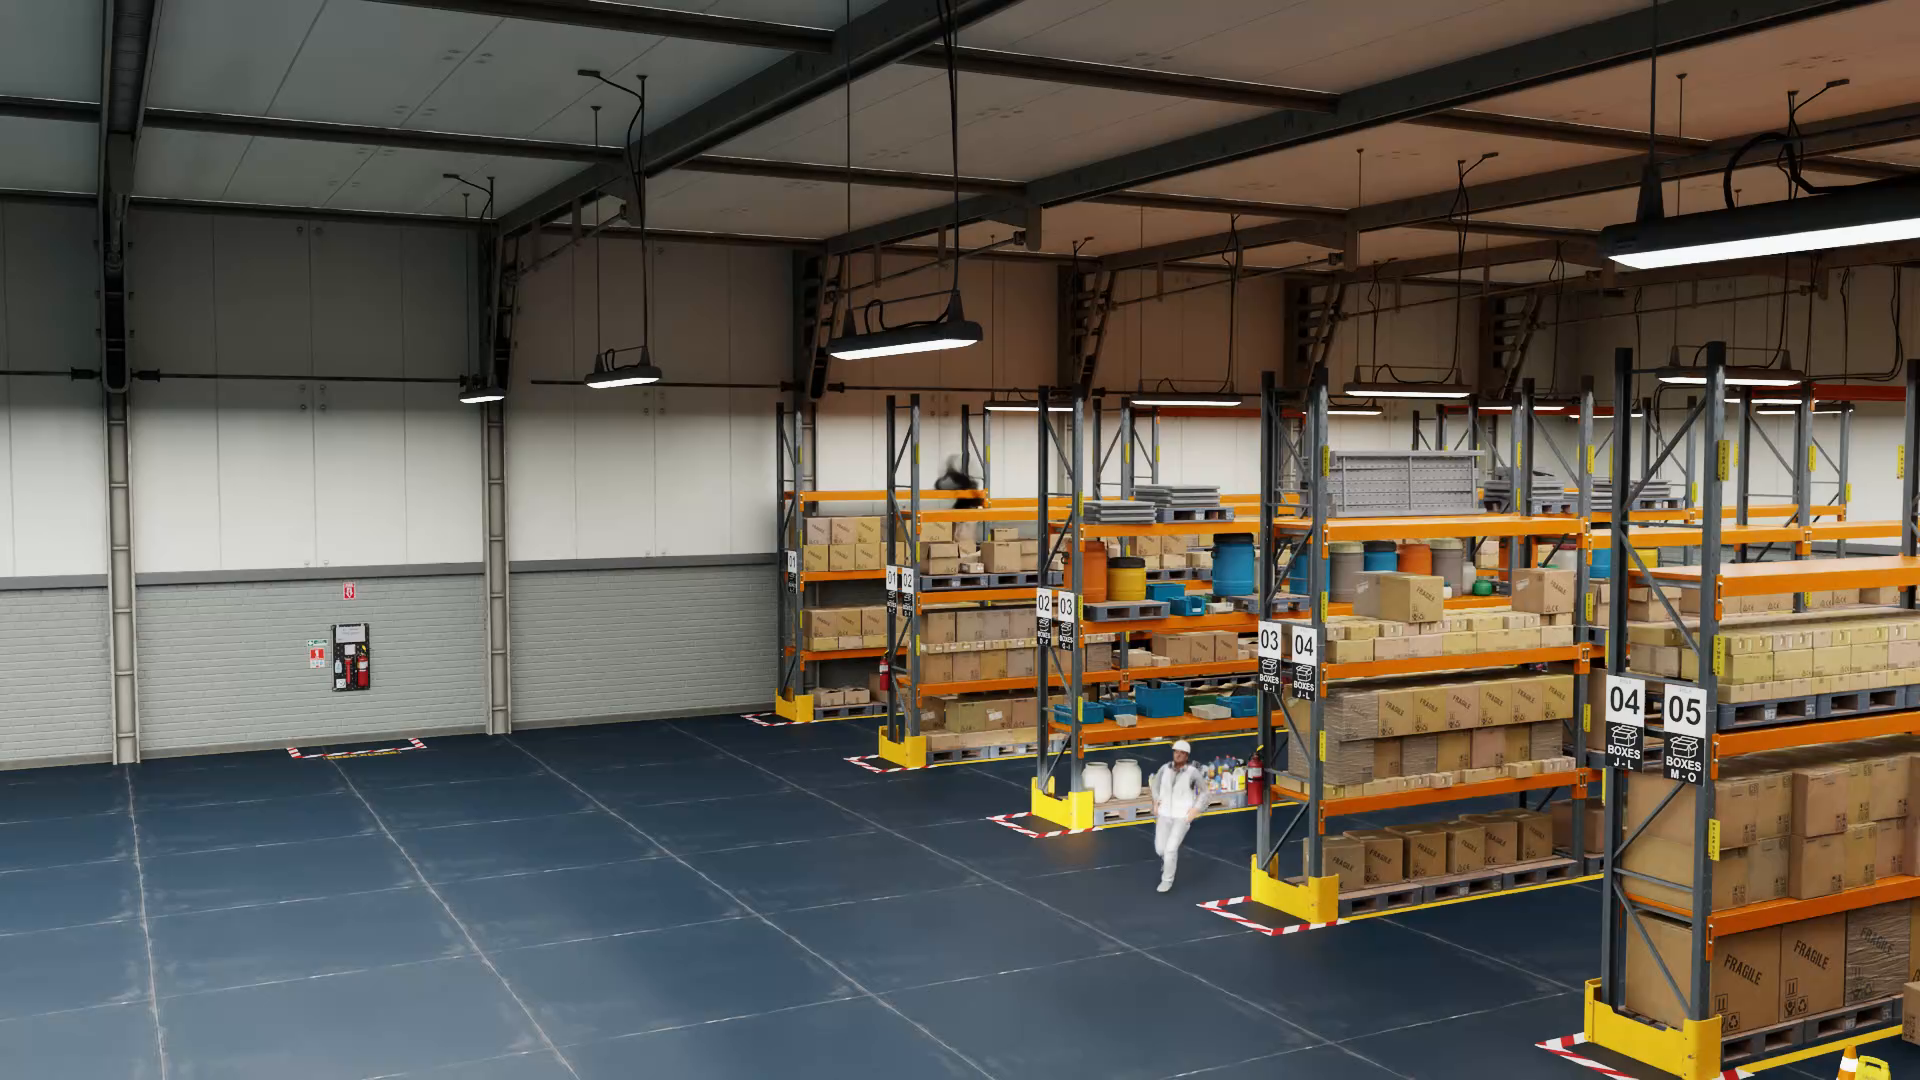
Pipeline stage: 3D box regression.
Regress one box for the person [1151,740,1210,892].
[{"bbox_3d":[2.577,3.201,19.475,0.718,1.743,0.717,2,4,27],"label":"person"}]
